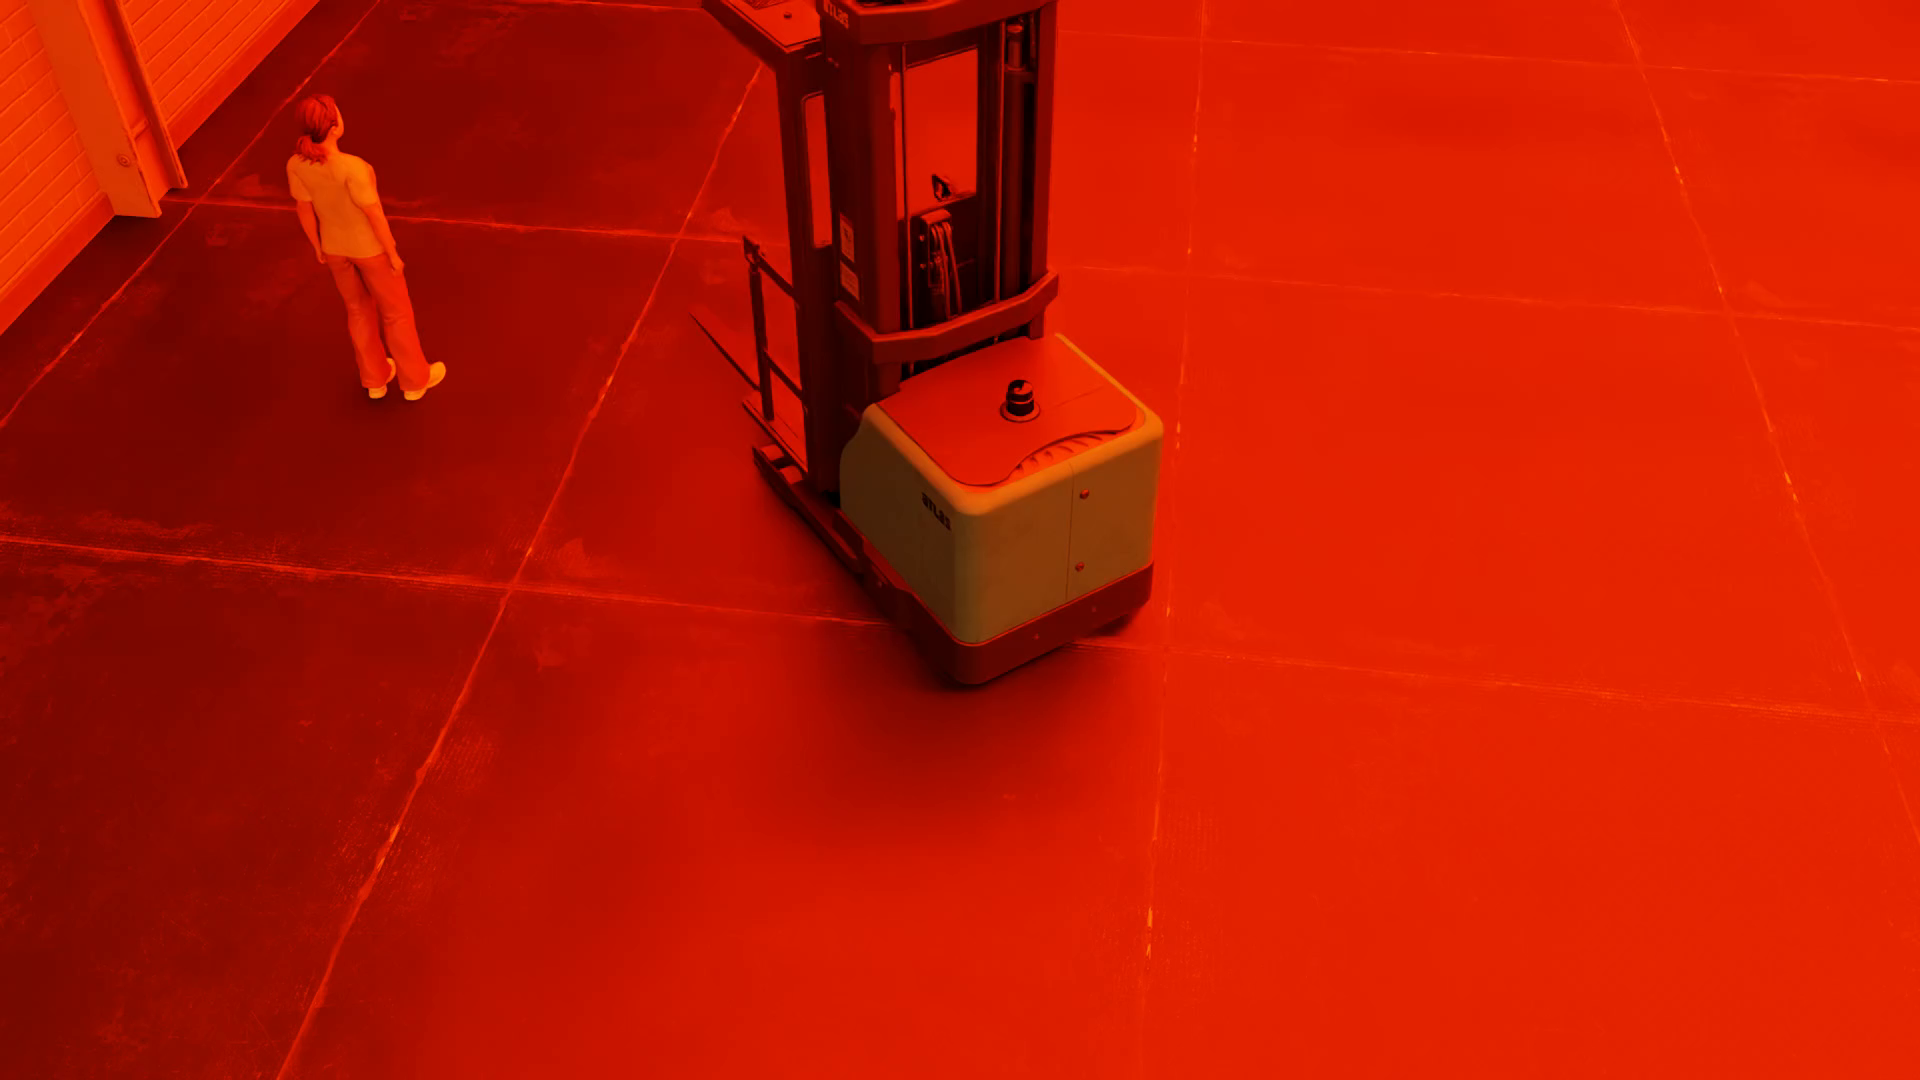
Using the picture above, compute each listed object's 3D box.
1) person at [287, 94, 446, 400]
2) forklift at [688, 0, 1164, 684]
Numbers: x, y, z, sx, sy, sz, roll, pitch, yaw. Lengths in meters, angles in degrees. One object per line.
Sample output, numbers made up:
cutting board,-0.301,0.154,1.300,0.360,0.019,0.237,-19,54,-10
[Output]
person,-2.960,-1.335,8.298,0.453,1.416,0.375,8,43,9
forklift,-0.360,-1.433,7.284,1.130,2.935,3.031,-24,48,-24
